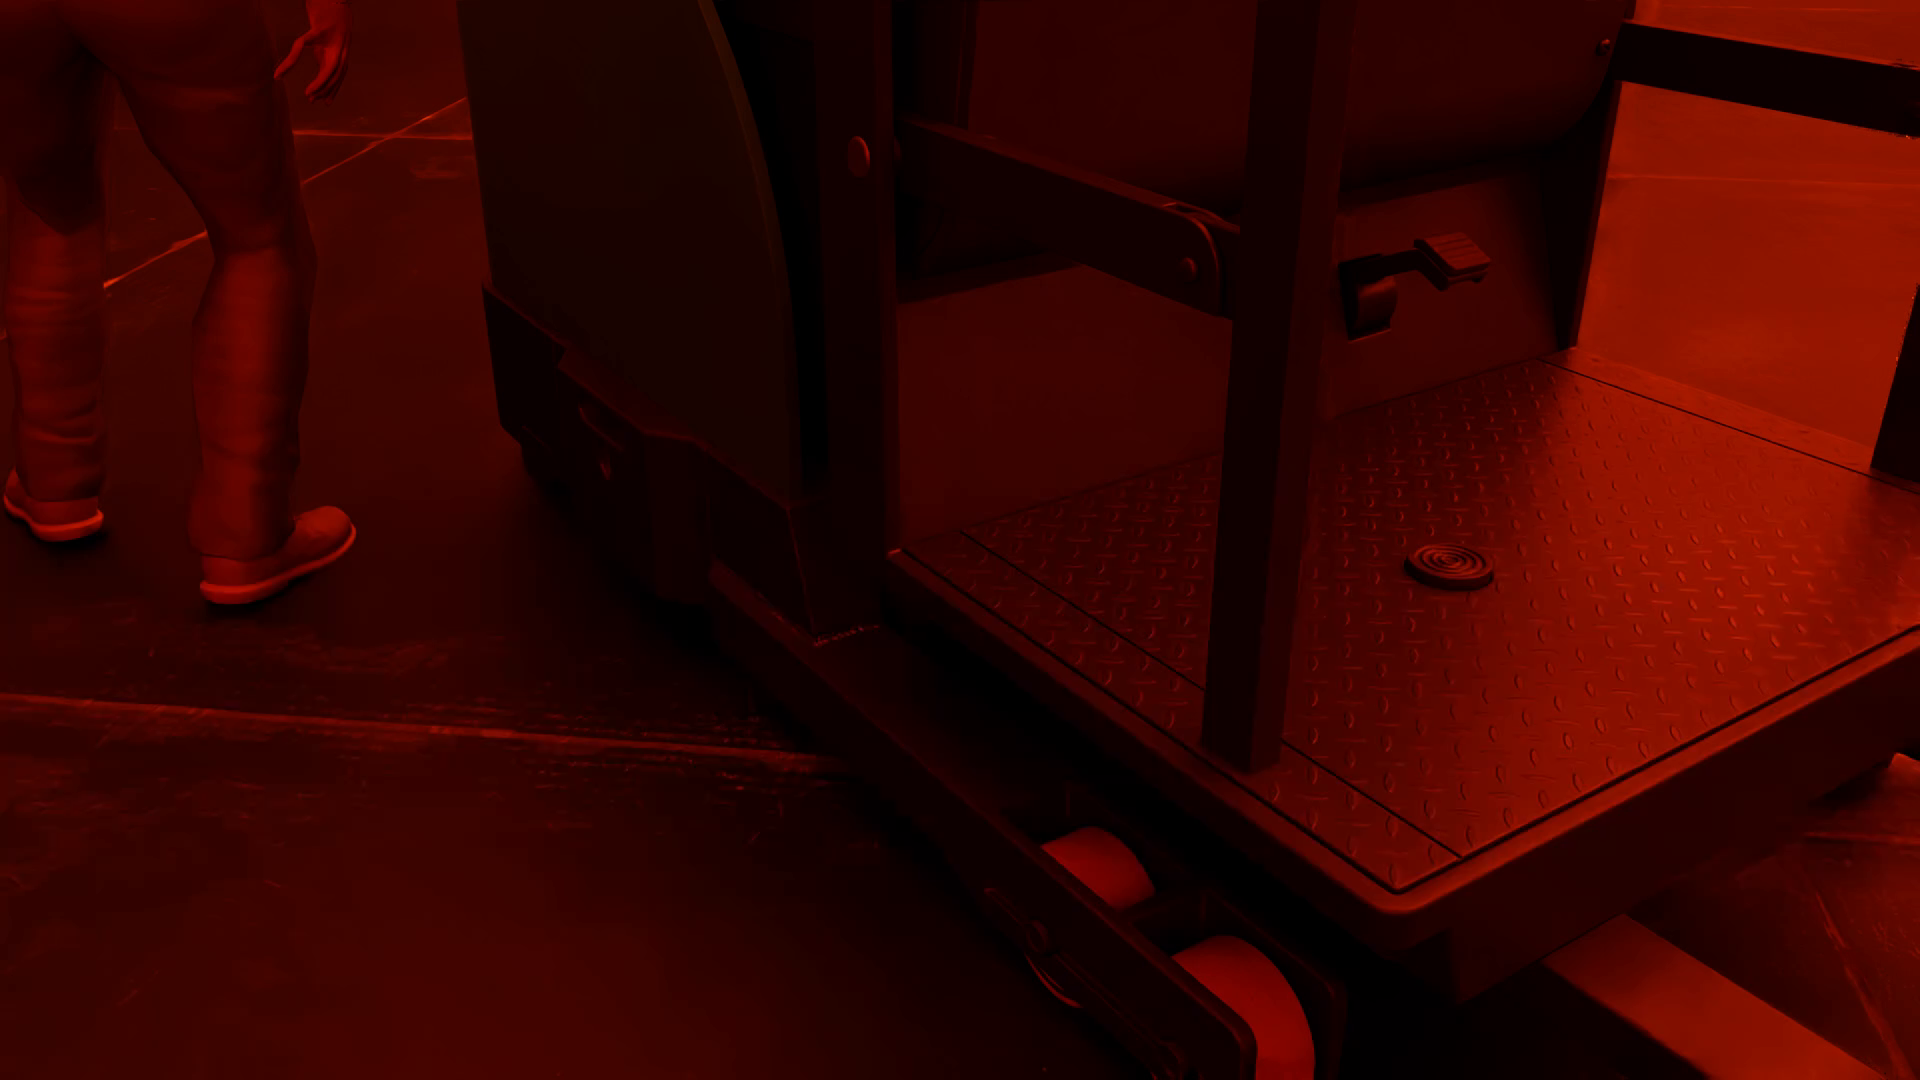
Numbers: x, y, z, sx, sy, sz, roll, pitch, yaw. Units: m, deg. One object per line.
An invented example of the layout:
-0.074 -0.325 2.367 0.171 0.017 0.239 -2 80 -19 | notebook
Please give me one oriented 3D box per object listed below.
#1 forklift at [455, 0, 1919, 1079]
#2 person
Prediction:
0.486 -1.037 1.295 1.130 2.935 3.031 -17 31 -30 | forklift
-1.122 -0.709 2.123 0.791 1.628 0.385 4 27 8 | person
